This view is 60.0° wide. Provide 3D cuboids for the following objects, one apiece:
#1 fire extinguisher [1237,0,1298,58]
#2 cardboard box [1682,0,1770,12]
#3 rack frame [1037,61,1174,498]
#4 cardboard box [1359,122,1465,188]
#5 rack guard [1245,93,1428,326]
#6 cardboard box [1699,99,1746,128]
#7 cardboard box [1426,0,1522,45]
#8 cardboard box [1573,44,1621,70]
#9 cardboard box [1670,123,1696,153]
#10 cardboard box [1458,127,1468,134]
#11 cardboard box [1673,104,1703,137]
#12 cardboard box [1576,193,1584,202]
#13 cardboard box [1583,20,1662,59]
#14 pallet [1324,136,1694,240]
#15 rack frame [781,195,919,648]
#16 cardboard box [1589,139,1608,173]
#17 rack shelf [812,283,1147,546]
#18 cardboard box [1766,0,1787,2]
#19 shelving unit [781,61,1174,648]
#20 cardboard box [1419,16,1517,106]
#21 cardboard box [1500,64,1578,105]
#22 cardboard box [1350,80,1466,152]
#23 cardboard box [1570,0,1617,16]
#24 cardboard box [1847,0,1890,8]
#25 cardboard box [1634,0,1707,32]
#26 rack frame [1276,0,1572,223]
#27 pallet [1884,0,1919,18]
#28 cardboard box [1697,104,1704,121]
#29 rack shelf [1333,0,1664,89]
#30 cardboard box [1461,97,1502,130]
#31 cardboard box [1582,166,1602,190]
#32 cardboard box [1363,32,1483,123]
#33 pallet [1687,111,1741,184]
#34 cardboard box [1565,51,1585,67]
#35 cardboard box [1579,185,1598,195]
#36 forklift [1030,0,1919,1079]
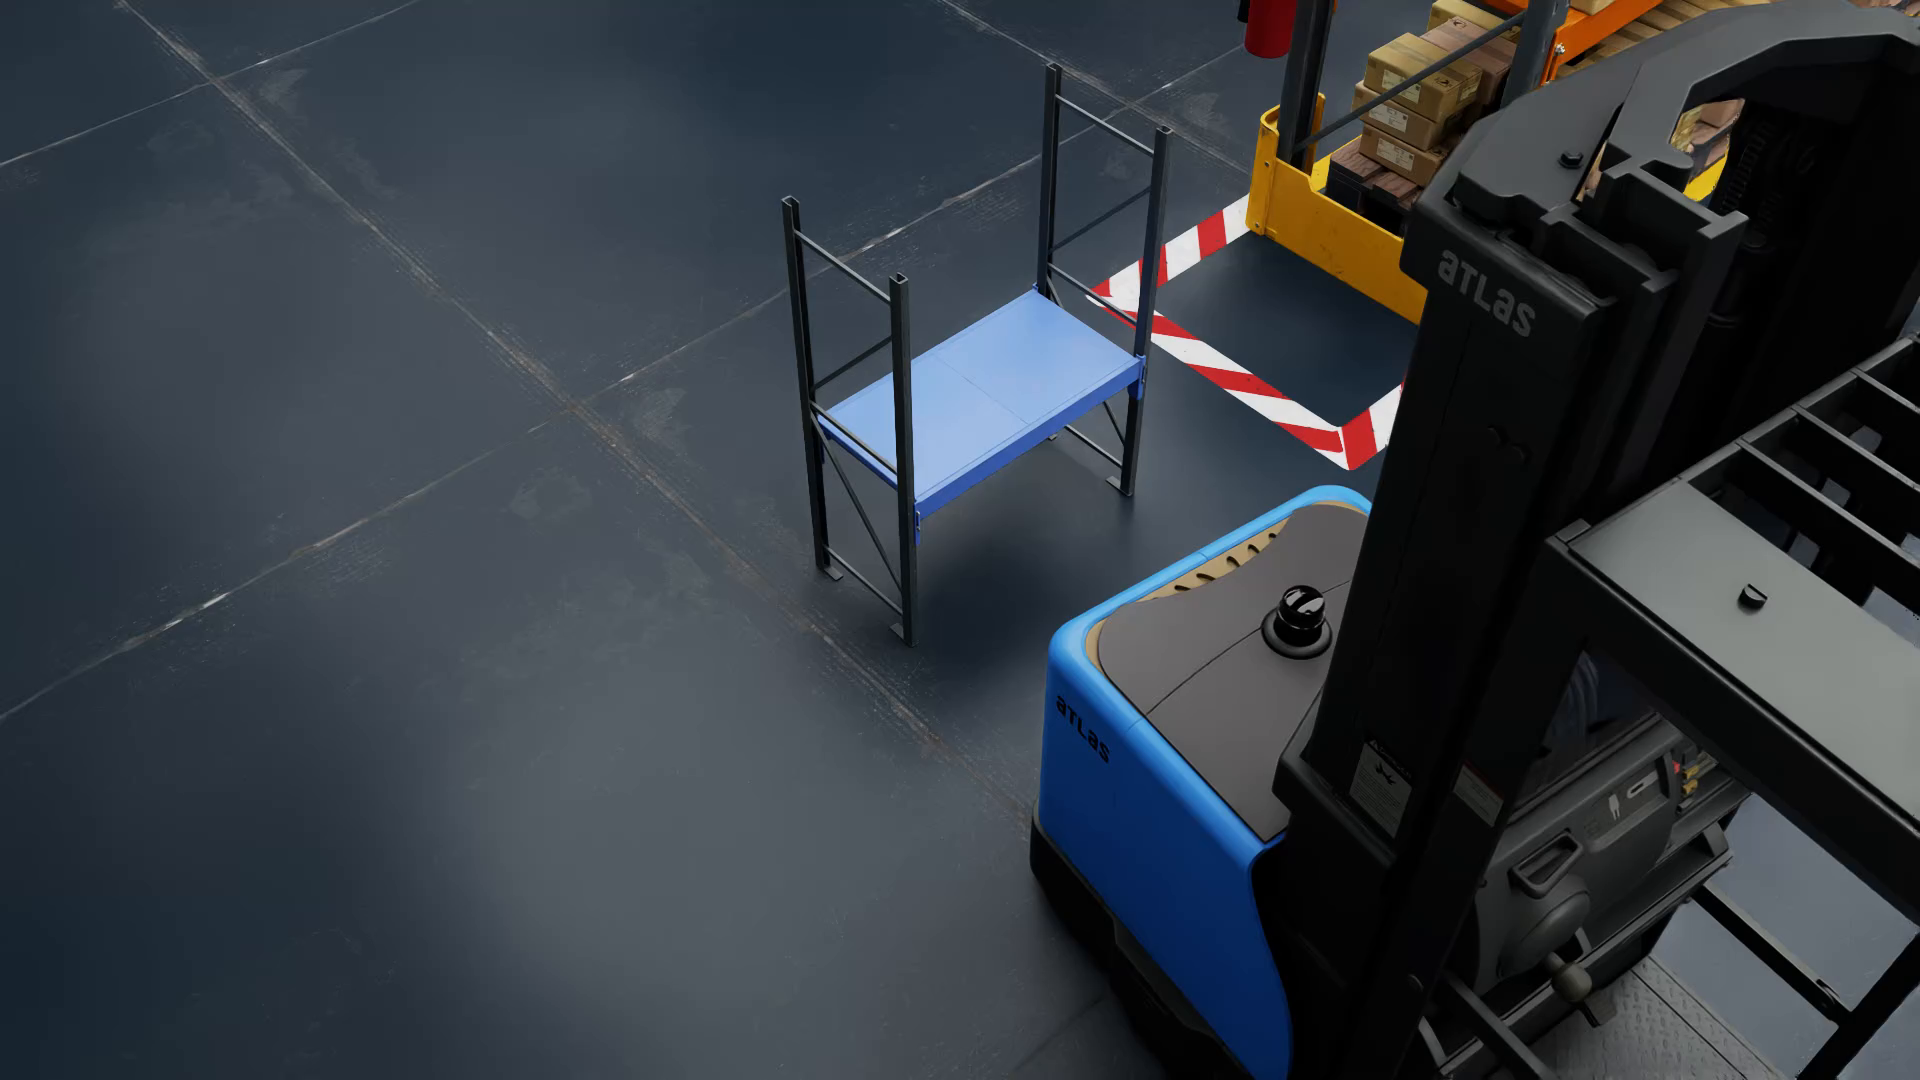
[{"bbox_3d":[1.137,-2.054,5.910,0.183,0.674,0.296,-34,56,-27],"label":"fire extinguisher"},{"bbox_3d":[3.210,-2.193,6.982,0.250,0.149,0.380,-33,55,-27],"label":"cardboard box"},{"bbox_3d":[0.439,-0.802,5.470,0.032,1.500,0.500,-34,56,-27],"label":"rack frame"},{"bbox_3d":[1.883,-1.629,6.866,0.250,0.149,0.380,-33,55,-27],"label":"cardboard box"},{"bbox_3d":[1.690,-1.270,6.581,0.348,0.500,1.175,-34,56,-27],"label":"rack guard"},{"bbox_3d":[3.184,-1.962,7.173,0.380,0.149,0.250,36,57,29],"label":"cardboard box"},{"bbox_3d":[2.185,-2.147,6.939,0.250,0.149,0.380,-35,56,-28],"label":"cardboard box"},{"bbox_3d":[2.645,-1.788,6.608,0.250,0.149,0.380,-34,56,-27],"label":"cardboard box"},{"bbox_3d":[2.817,-1.708,6.939,0.250,0.149,0.380,-33,55,-27],"label":"cardboard box"},{"bbox_3d":[2.005,-1.811,7.034,0.250,0.149,0.380,-32,55,-26],"label":"cardboard box"},{"bbox_3d":[2.819,-1.818,6.838,0.250,0.149,0.380,-32,55,-26],"label":"cardboard box"},{"bbox_3d":[2.236,-1.341,6.600,0.250,0.149,0.380,-33,55,-26],"label":"cardboard box"},{"bbox_3d":[2.773,-1.956,6.763,0.380,0.149,0.250,36,57,29],"label":"cardboard box"},{"bbox_3d":[2.315,-1.554,7.041,1.213,0.211,1.003,-34,56,-27],"label":"pallet"},{"bbox_3d":[-0.313,-0.299,5.006,0.032,1.500,0.500,-34,56,-27],"label":"rack frame"},{"bbox_3d":[2.250,-1.532,6.371,0.250,0.149,0.380,-36,57,-29],"label":"cardboard box"},{"bbox_3d":[0.063,-0.429,5.370,1.000,0.185,0.538,-34,56,-27],"label":"rack shelf"},{"bbox_3d":[3.332,-2.369,7.144,0.250,0.149,0.380,-34,56,-27],"label":"cardboard box"},{"bbox_3d":[0.063,-0.551,5.238,1.048,1.500,0.538,-34,56,-27],"label":"shelving unit"},{"bbox_3d":[2.079,-1.950,6.757,0.250,0.149,0.380,-33,55,-26],"label":"cardboard box"},{"bbox_3d":[2.373,-1.733,6.558,0.250,0.149,0.380,-33,55,-27],"label":"cardboard box"},{"bbox_3d":[1.832,-1.773,6.796,0.250,0.149,0.380,-35,56,-28],"label":"cardboard box"},{"bbox_3d":[2.094,-1.977,5.704,0.250,0.149,0.380,-34,56,-27],"label":"cardboard box"},{"bbox_3d":[4.131,-2.605,7.767,0.250,0.149,0.380,-36,57,-28],"label":"cardboard box"},{"bbox_3d":[2.985,-2.088,6.885,0.250,0.149,0.380,-32,55,-26],"label":"cardboard box"},{"bbox_3d":[1.633,-2.080,5.628,0.127,3.000,1.000,-34,56,-27],"label":"rack frame"},{"bbox_3d":[4.120,-2.761,8.154,1.213,0.211,1.003,-34,56,-27],"label":"pallet"},{"bbox_3d":[2.942,-1.886,7.103,0.250,0.149,0.380,-34,56,-27],"label":"cardboard box"},{"bbox_3d":[3.113,-2.825,6.805,4.000,0.370,1.077,-34,56,-27],"label":"rack shelf"},{"bbox_3d":[2.062,-1.873,6.888,0.250,0.149,0.380,-35,56,-28],"label":"cardboard box"},{"bbox_3d":[2.434,-1.581,6.619,0.250,0.149,0.380,-34,56,-27],"label":"cardboard box"},{"bbox_3d":[1.855,-1.857,6.672,0.250,0.149,0.380,-33,55,-27],"label":"cardboard box"},{"bbox_3d":[3.217,-2.154,7.594,1.213,0.211,1.003,-34,56,-27],"label":"pallet"},{"bbox_3d":[2.483,-2.107,7.105,0.250,0.149,0.380,-34,56,-28],"label":"cardboard box"},{"bbox_3d":[2.375,-1.514,6.760,0.250,0.149,0.380,-34,56,-27],"label":"cardboard box"},{"bbox_3d":[1.451,0.655,3.151,1.130,2.935,3.031,-27,53,-23],"label":"forklift"}]
